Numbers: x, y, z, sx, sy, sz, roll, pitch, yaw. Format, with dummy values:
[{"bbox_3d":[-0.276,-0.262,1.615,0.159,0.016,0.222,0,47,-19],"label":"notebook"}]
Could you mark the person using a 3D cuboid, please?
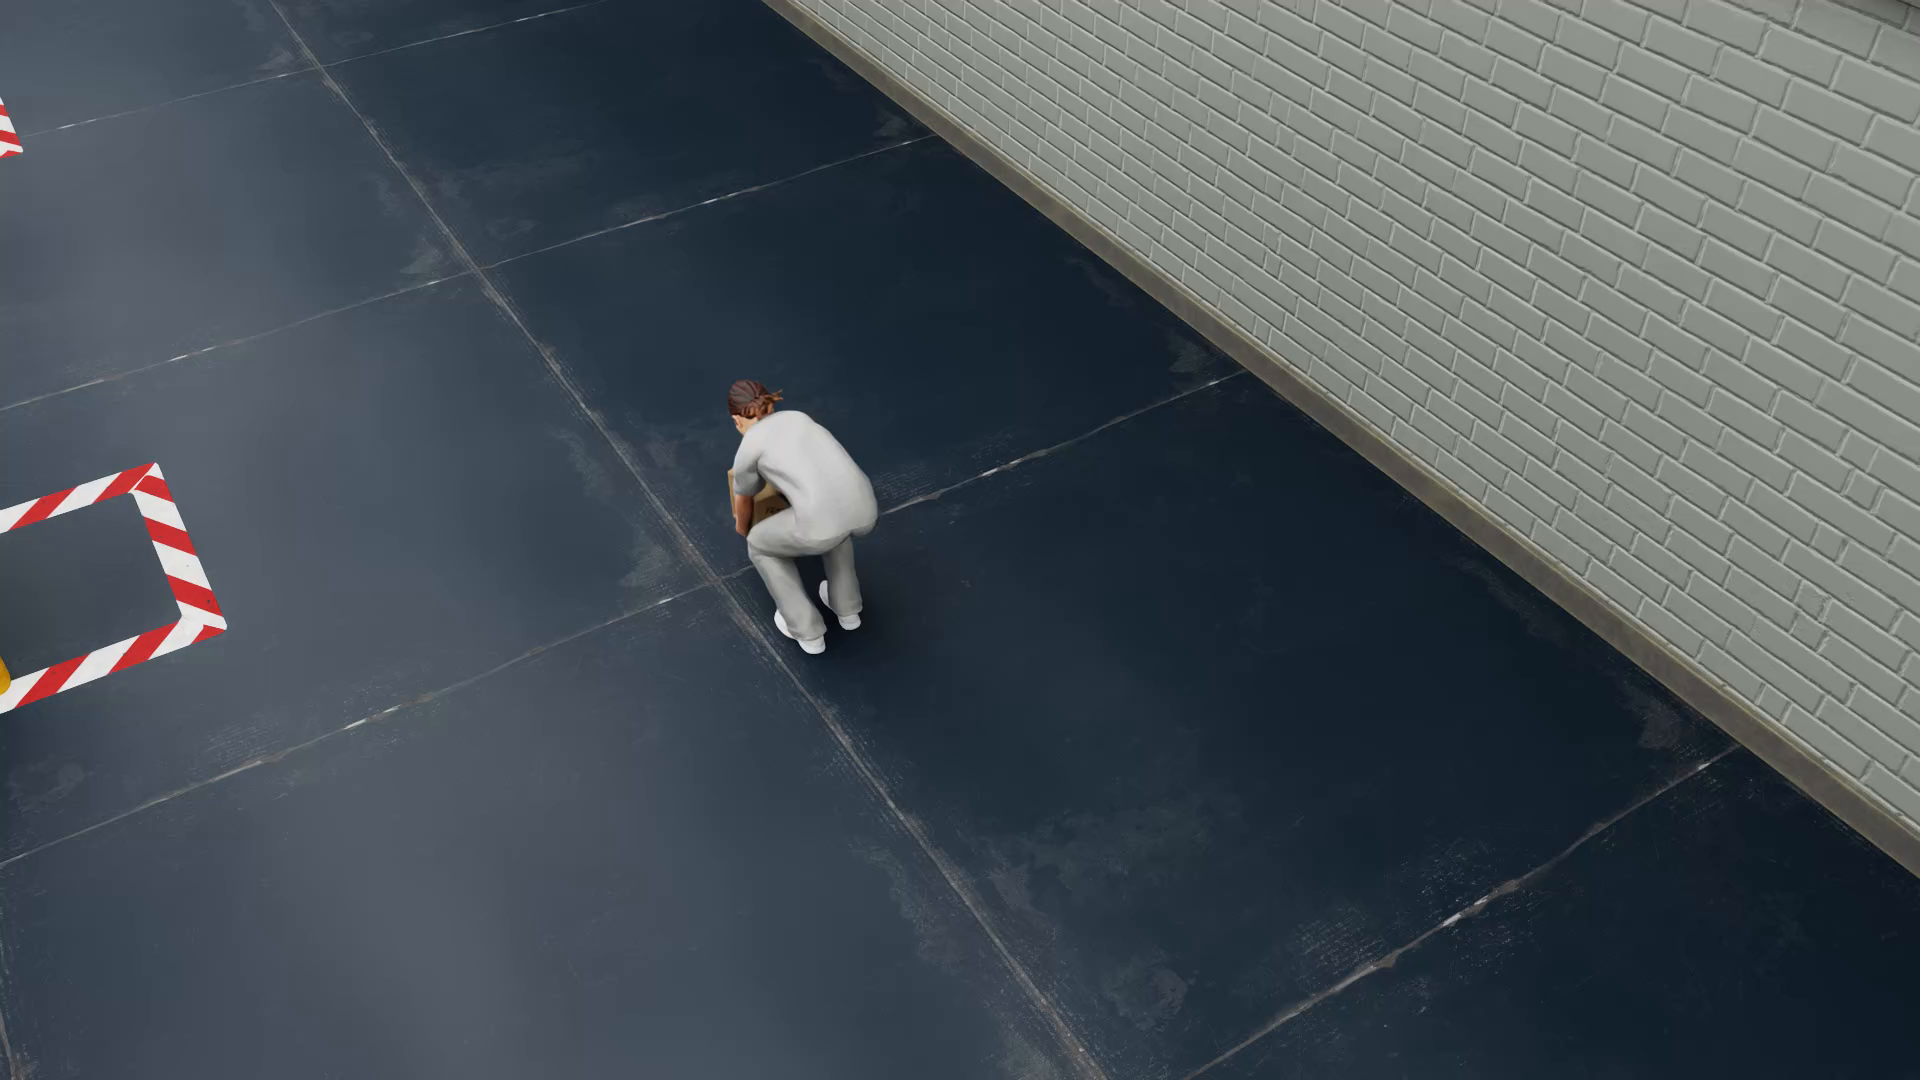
[{"bbox_3d":[-0.667,-0.093,6.802,0.466,0.972,0.866,-25,47,-26],"label":"person"}]
